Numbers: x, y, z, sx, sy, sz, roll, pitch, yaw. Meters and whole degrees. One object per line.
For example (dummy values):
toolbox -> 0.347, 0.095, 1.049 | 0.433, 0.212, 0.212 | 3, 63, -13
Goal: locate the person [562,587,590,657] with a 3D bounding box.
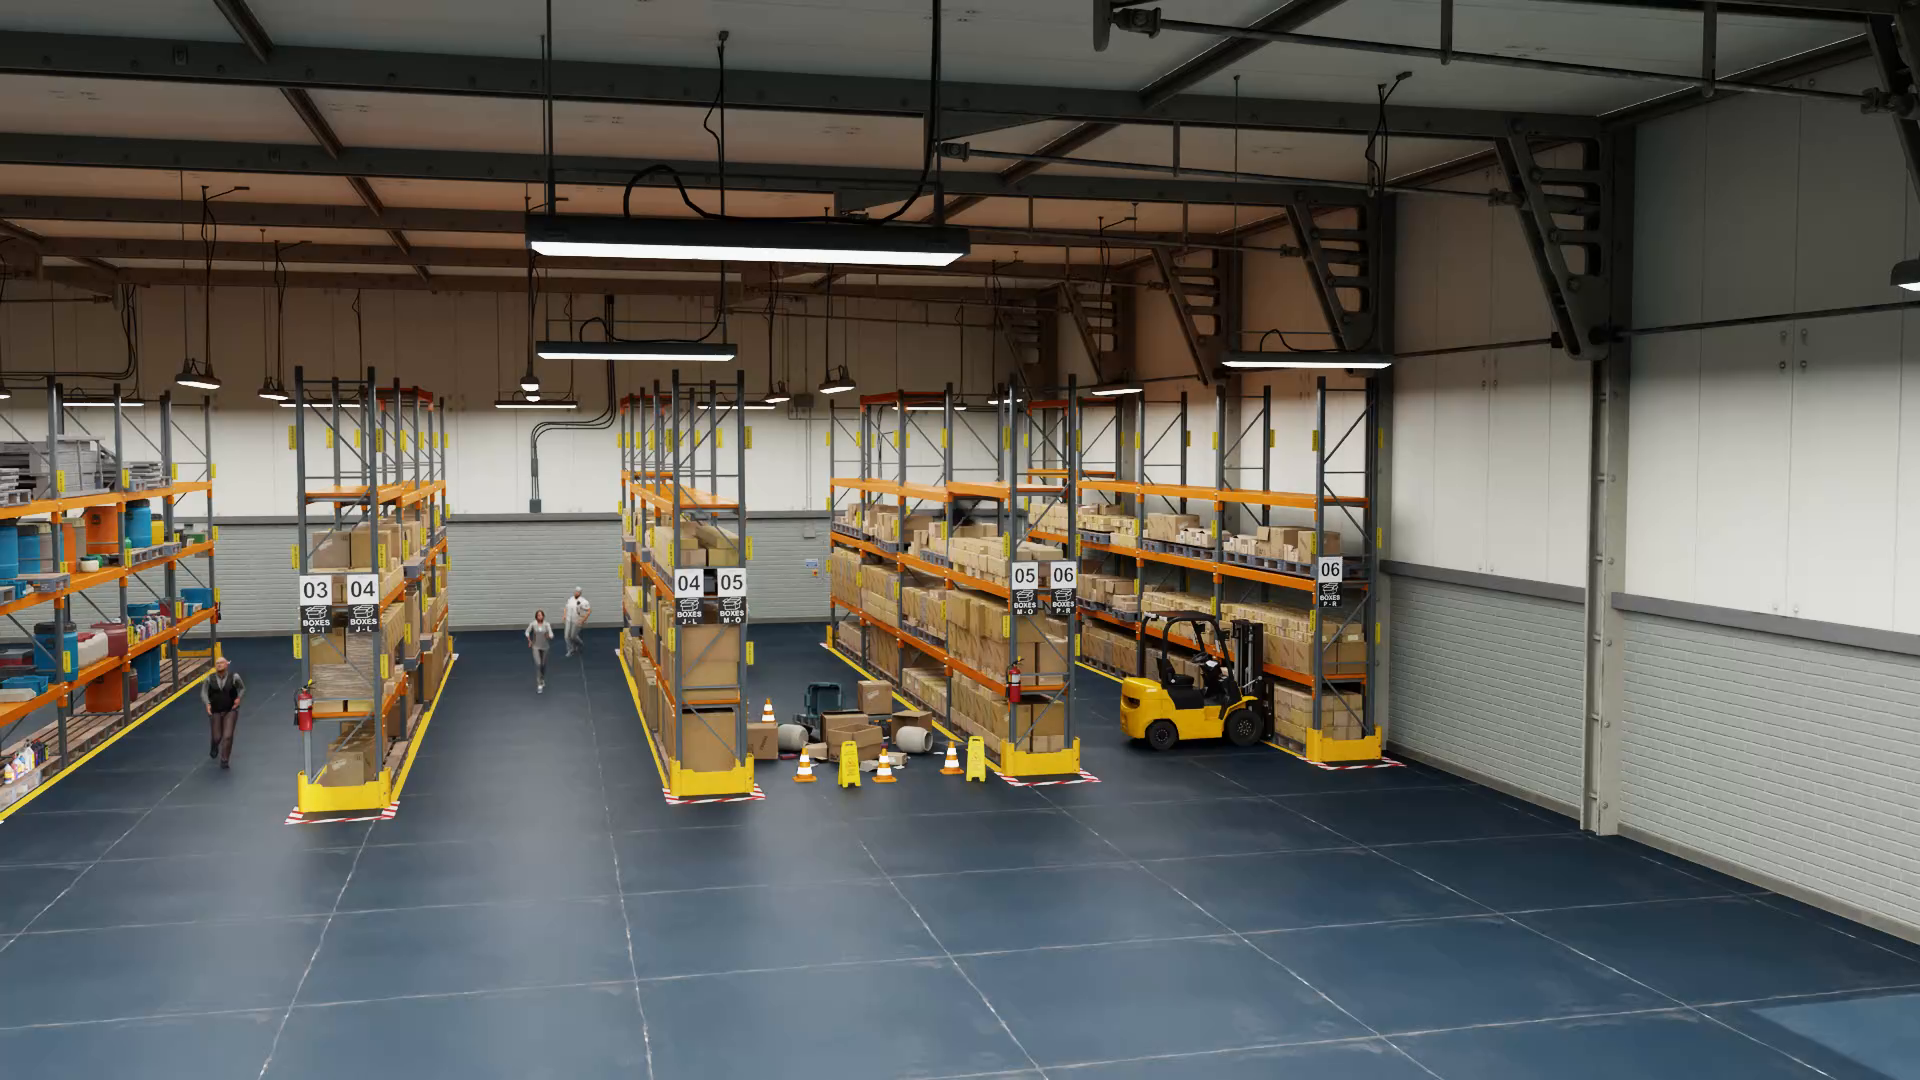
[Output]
person -> -8.938, 1.900, 38.653 | 0.670, 1.623, 0.501 | 1, 4, 17

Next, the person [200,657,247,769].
person -> -11.316, 2.642, 25.579 | 0.661, 1.701, 0.642 | -1, 4, -21

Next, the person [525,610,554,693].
person -> -8.396, 2.197, 33.274 | 0.529, 1.610, 0.786 | -1, 4, -22
